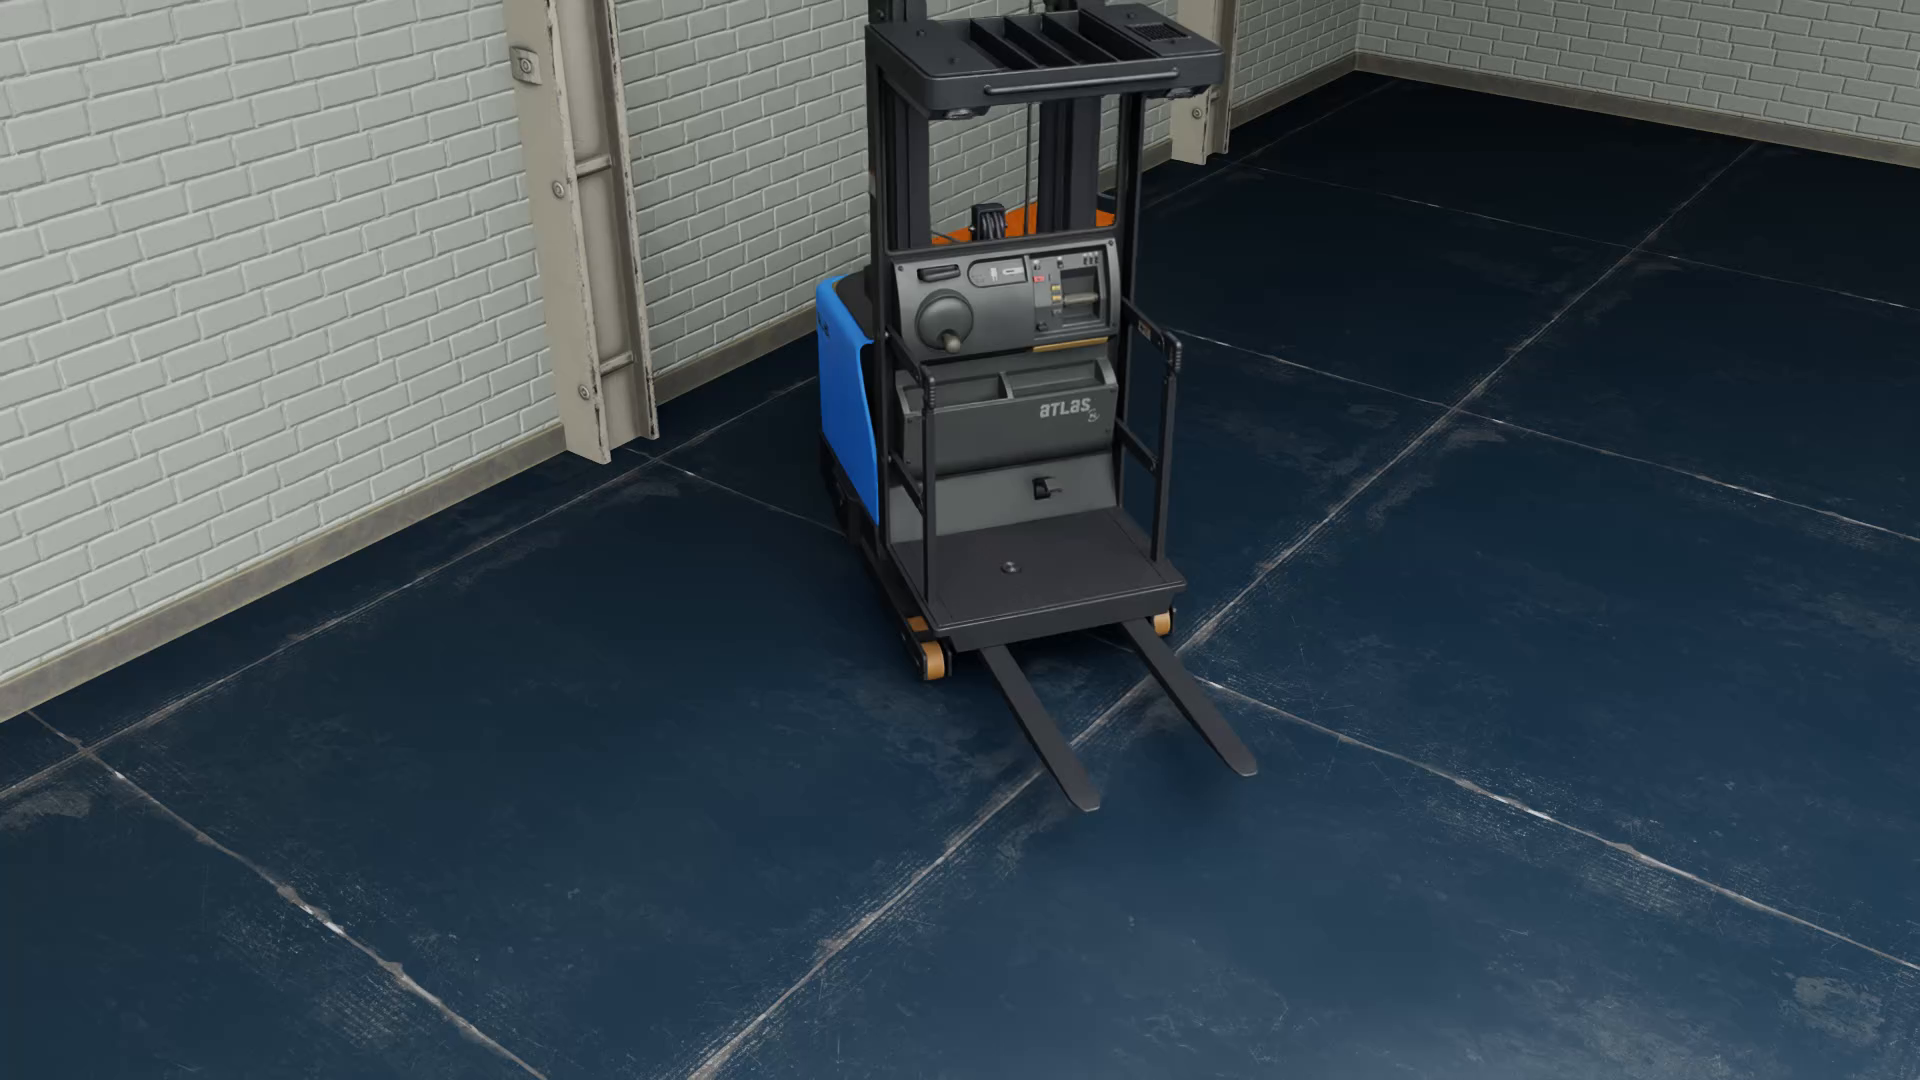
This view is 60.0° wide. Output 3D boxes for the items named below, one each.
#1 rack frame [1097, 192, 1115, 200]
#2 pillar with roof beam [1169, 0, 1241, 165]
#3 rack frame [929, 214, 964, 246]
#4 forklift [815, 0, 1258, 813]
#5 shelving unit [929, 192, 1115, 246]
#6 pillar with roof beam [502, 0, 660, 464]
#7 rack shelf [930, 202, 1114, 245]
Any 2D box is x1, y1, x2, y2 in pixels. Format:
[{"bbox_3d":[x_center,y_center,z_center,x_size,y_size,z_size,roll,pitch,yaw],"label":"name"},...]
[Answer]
[{"bbox_3d":[0.707,-1.423,9.048,0.032,1.125,0.500,-27,40,-37],"label":"rack frame"},{"bbox_3d":[5.252,-5.493,8.191,9.100,9.000,0.400,21,37,31],"label":"pillar with roof beam"},{"bbox_3d":[-0.015,-1.058,8.431,0.032,1.125,0.500,-27,40,-37],"label":"rack frame"},{"bbox_3d":[0.265,-0.918,6.425,1.130,2.935,3.031,-10,32,-16],"label":"forklift"},{"bbox_3d":[0.346,-1.240,8.740,1.048,1.125,0.538,-27,40,-37],"label":"shelving unit"},{"bbox_3d":[1.630,-3.054,4.076,9.100,9.000,0.400,21,37,31],"label":"pillar with roof beam"},{"bbox_3d":[0.346,-1.492,8.590,1.000,0.278,0.538,-27,40,-37],"label":"rack shelf"}]
